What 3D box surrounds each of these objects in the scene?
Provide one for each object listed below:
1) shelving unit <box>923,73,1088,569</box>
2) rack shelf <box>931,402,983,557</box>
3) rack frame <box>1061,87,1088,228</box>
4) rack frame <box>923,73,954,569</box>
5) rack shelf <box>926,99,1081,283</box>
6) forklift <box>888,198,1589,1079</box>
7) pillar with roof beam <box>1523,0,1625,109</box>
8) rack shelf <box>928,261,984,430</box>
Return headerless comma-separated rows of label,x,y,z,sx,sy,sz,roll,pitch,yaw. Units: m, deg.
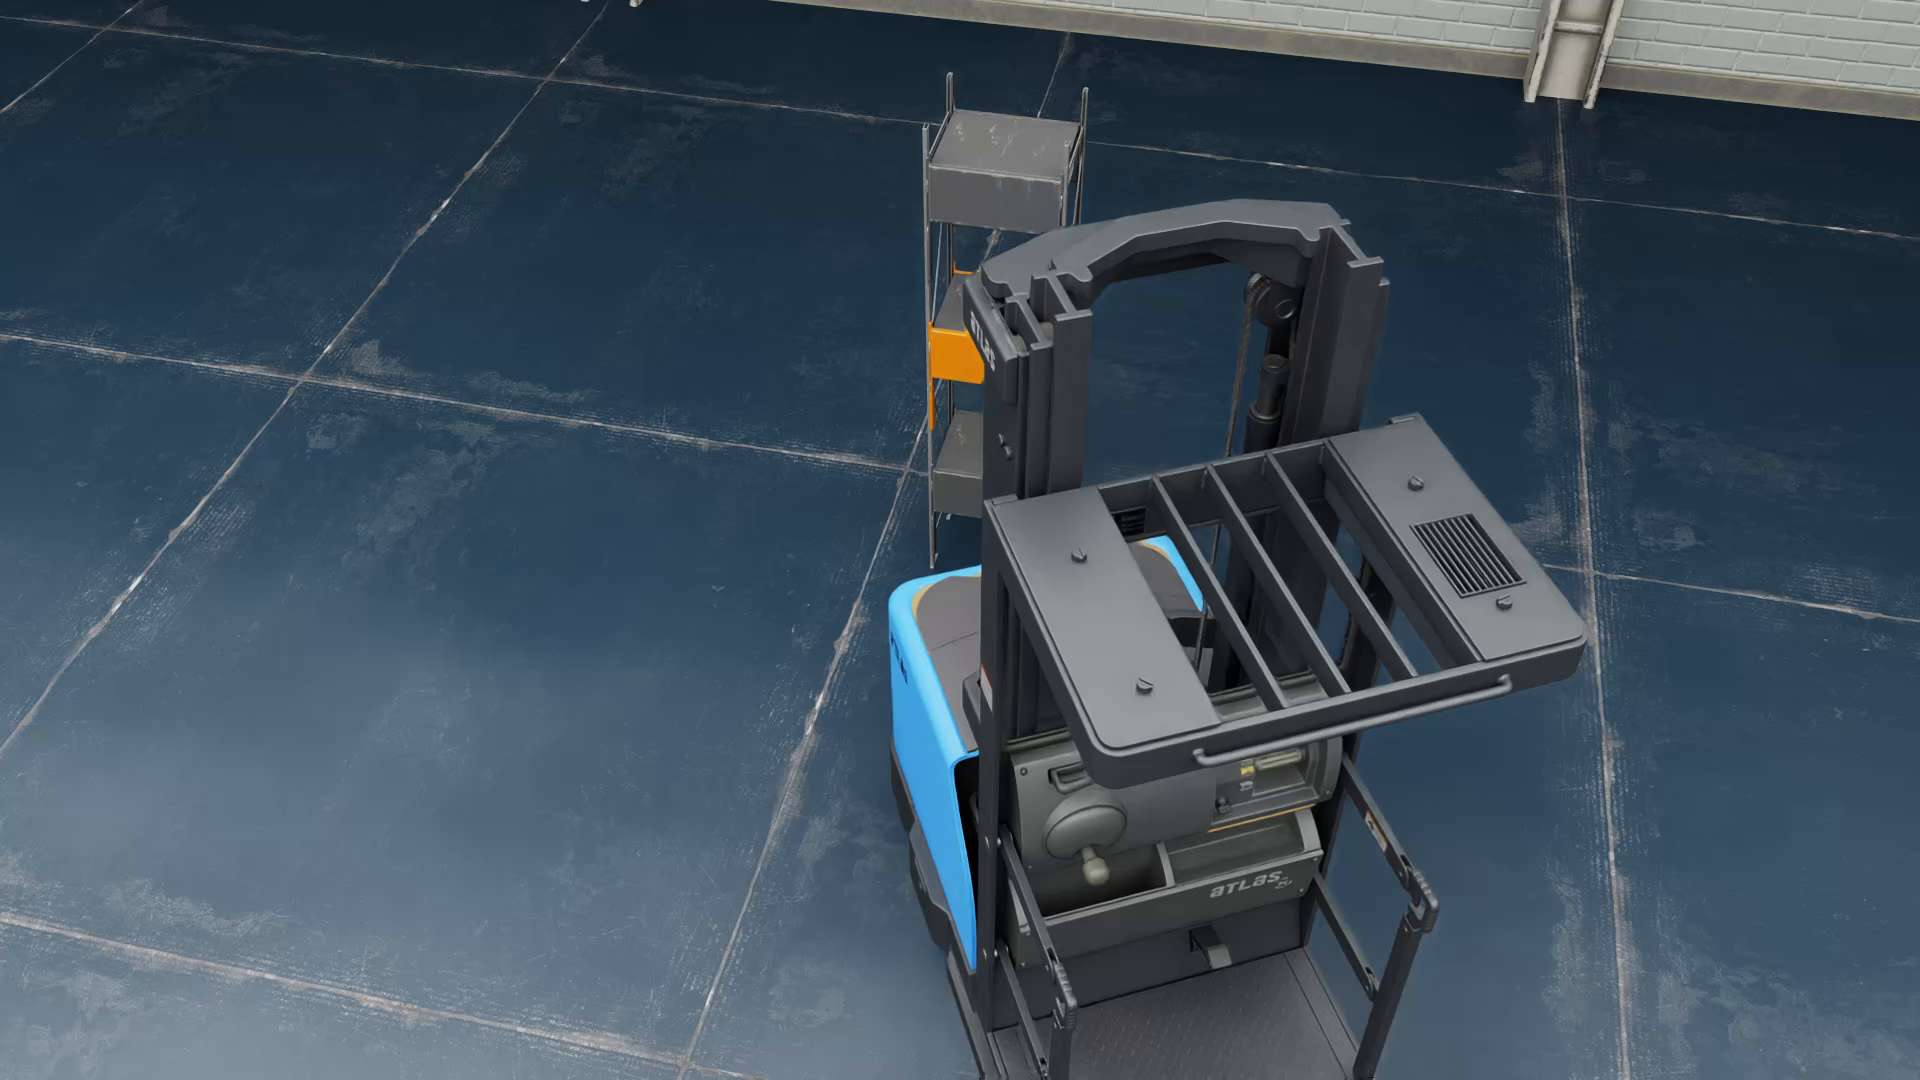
shelving unit,0.162,-0.731,6.456,0.503,2.100,0.431,9,45,9
rack shelf,0.162,-0.217,6.951,0.480,0.518,0.431,9,45,9
rack frame,0.400,-0.694,6.417,0.015,2.100,0.400,9,45,9
rack frame,-0.077,-0.768,6.494,0.015,2.100,0.400,9,45,9
rack shelf,0.162,-1.226,5.980,0.480,0.518,0.431,9,45,9
forklift,0.658,0.746,4.321,1.130,2.935,3.031,-12,45,-12
pillar with roof beam,2.659,-3.023,3.862,0.400,9.000,9.100,9,45,9
rack shelf,0.162,-0.722,6.465,0.480,0.518,0.431,9,45,9
